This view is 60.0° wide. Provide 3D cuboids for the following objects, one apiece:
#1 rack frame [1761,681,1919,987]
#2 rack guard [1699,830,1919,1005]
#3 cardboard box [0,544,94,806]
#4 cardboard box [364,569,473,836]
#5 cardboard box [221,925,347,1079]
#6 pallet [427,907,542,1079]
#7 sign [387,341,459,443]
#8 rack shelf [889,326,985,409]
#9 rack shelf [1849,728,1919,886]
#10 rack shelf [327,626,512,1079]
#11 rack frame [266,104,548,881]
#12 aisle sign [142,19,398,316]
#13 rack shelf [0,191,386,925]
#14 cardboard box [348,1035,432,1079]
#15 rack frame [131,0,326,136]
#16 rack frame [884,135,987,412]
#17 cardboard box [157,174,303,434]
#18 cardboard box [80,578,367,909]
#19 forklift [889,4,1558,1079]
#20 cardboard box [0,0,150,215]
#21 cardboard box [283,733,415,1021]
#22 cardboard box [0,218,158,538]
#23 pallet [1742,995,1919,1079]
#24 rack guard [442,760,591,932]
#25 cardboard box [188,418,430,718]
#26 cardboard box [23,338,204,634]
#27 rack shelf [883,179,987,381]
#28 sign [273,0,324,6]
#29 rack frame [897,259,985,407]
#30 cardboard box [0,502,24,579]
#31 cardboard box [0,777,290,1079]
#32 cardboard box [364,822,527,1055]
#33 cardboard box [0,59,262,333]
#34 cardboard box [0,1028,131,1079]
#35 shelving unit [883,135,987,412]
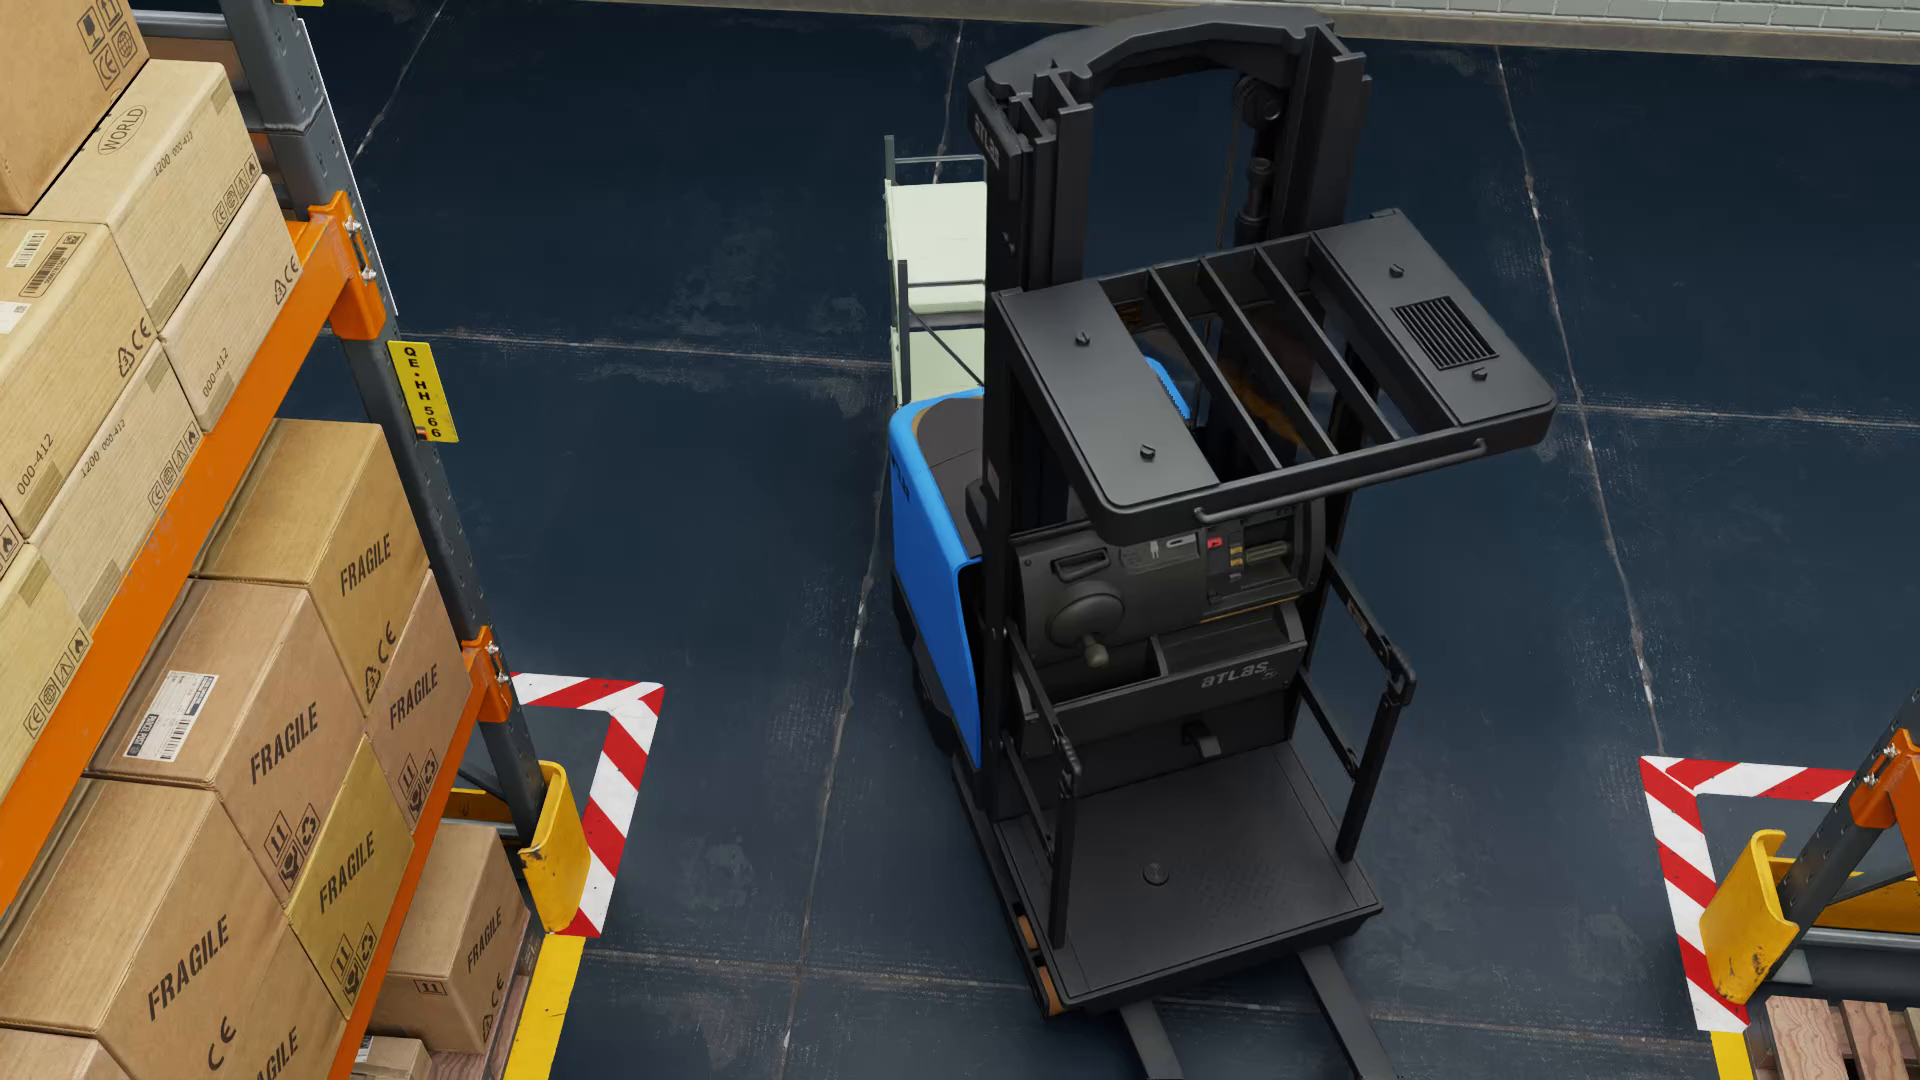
[{"bbox_3d":[3.068,0.421,4.358,1.000,3.000,0.127,4,48,4],"label":"rack frame"},{"bbox_3d":[3.058,1.246,5.297,1.175,0.500,0.348,4,48,4],"label":"rack guard"},{"bbox_3d":[-1.737,0.254,2.580,0.500,0.250,0.500,4,48,4],"label":"cardboard box"},{"bbox_3d":[-1.634,0.399,4.310,0.500,0.500,0.500,5,48,5],"label":"cardboard box"},{"bbox_3d":[-1.728,1.147,3.626,0.500,0.500,0.500,4,48,4],"label":"cardboard box"},{"bbox_3d":[-1.943,1.668,5.107,1.003,0.211,1.213,4,48,4],"label":"pallet"},{"bbox_3d":[-1.313,-0.360,4.074,0.100,0.325,0.005,4,48,4],"label":"sign"},{"bbox_3d":[-0.045,-0.493,6.652,0.431,0.370,0.720,-4,48,-3],"label":"rack shelf"},{"bbox_3d":[2.886,2.134,3.279,1.077,0.370,4.000,4,48,4],"label":"rack shelf"},{"bbox_3d":[-2.046,1.798,3.586,1.077,0.370,4.000,4,48,4],"label":"rack shelf"},{"bbox_3d":[-1.864,0.085,4.665,1.000,3.000,0.127,4,48,4],"label":"rack frame"},{"bbox_3d":[-1.553,-0.821,3.733,0.394,0.787,0.004,4,48,4],"label":"aisle sign"},{"bbox_3d":[-2.046,0.786,2.479,1.077,0.370,4.000,4,48,4],"label":"rack shelf"},{"bbox_3d":[-1.795,1.601,4.901,0.380,0.166,0.250,4,48,4],"label":"cardboard box"},{"bbox_3d":[-1.864,-1.939,2.451,1.000,3.000,0.127,4,48,4],"label":"rack frame"},{"bbox_3d":[-0.077,-0.982,6.657,0.400,1.500,0.023,-4,48,-3],"label":"rack frame"},{"bbox_3d":[-1.648,-0.481,3.252,0.500,0.250,0.500,4,48,4],"label":"cardboard box"},{"bbox_3d":[-1.676,0.431,3.603,0.500,0.500,0.500,5,48,5],"label":"cardboard box"},{"bbox_3d":[0.682,0.197,4.609,1.130,2.935,3.031,-14,49,-12],"label":"forklift"},{"bbox_3d":[-1.895,-0.919,2.806,0.700,0.500,0.500,4,48,4],"label":"cardboard box"},{"bbox_3d":[-1.678,0.781,3.961,0.500,0.500,0.500,4,48,4],"label":"cardboard box"},{"bbox_3d":[-1.702,-0.283,2.732,0.500,0.250,0.500,4,48,4],"label":"cardboard box"},{"bbox_3d":[2.955,1.966,4.835,1.003,0.211,1.213,4,48,4],"label":"pallet"},{"bbox_3d":[-1.871,0.985,5.536,1.175,0.500,0.348,4,48,4],"label":"rack guard"},{"bbox_3d":[-1.631,0.060,3.943,0.500,0.500,0.500,3,48,3],"label":"cardboard box"},{"bbox_3d":[-1.705,-0.114,2.917,0.500,0.250,0.500,4,48,4],"label":"cardboard box"},{"bbox_3d":[-0.045,-0.976,6.123,0.431,0.370,0.720,-4,48,-3],"label":"rack shelf"},{"bbox_3d":[-1.313,-1.174,3.184,0.100,0.325,0.005,4,48,4],"label":"sign"},{"bbox_3d":[-0.012,-0.444,6.165,0.400,1.500,0.023,-4,48,-3],"label":"rack frame"},{"bbox_3d":[-1.751,0.084,2.396,0.500,0.250,0.500,4,48,4],"label":"cardboard box"},{"bbox_3d":[-1.718,0.812,3.255,0.500,0.500,0.500,5,48,5],"label":"cardboard box"},{"bbox_3d":[-1.668,1.197,5.044,0.500,0.500,0.500,4,48,4],"label":"cardboard box"},{"bbox_3d":[-1.657,-0.650,3.068,0.500,0.250,0.500,4,48,4],"label":"cardboard box"},{"bbox_3d":[-1.765,1.190,2.910,0.500,0.500,0.500,5,48,5],"label":"cardboard box"},{"bbox_3d":[-0.045,-0.713,6.411,0.431,1.500,0.755,-4,48,-3],"label":"shelving unit"}]
